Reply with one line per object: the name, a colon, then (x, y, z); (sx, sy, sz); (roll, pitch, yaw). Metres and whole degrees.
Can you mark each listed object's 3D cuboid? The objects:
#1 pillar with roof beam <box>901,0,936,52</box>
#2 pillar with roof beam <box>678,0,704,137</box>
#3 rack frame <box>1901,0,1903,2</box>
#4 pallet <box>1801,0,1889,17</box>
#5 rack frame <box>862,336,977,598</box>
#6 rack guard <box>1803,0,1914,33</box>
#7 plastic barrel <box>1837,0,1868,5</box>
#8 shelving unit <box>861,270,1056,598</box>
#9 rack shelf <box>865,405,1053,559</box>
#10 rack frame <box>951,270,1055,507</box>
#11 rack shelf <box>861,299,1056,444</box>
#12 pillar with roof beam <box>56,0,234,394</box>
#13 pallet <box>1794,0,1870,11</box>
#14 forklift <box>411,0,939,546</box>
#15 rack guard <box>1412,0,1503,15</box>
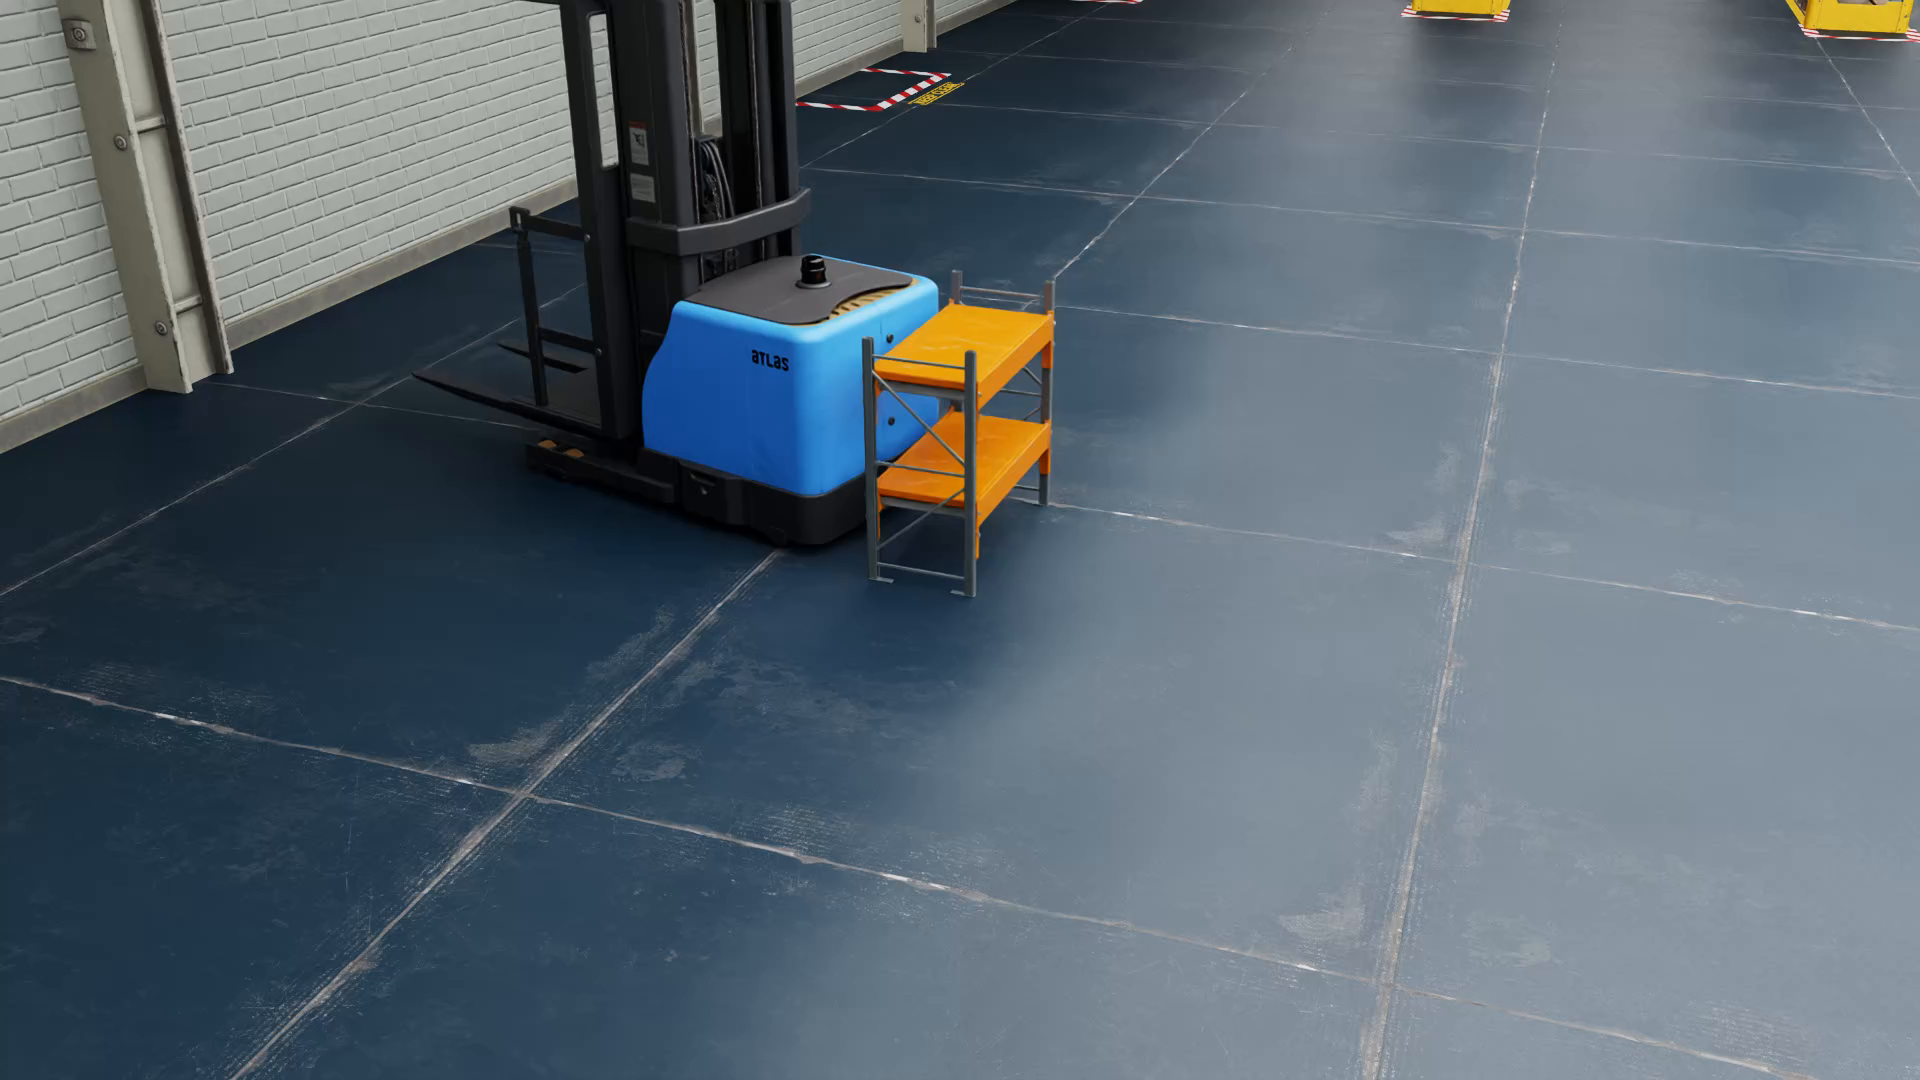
pillar with roof beam: (3.566, -9.295, 16.621); (9.100, 9.000, 0.400); (9, 27, 17)
pillar with roof beam: (1.569, -6.829, 11.528); (9.100, 9.000, 0.400); (9, 27, 17)
rack frame: (11.428, -7.835, 20.489); (1.000, 3.000, 0.127); (9, 27, 17)
pallet: (11.684, -6.951, 21.864); (1.003, 0.211, 1.213); (9, 27, 17)
rack frame: (-0.169, -0.297, 7.073); (0.500, 1.125, 0.032); (10, 27, 19)
rack guard: (11.409, -6.748, 21.113); (1.175, 0.500, 0.348); (9, 27, 17)
plastic barrel: (11.575, -7.186, 21.522); (0.421, 0.512, 0.421); (0, 26, 0)
shelving unit: (0.014, -0.504, 7.500); (0.538, 1.125, 1.048); (10, 27, 19)
rack shelf: (0.014, -0.284, 7.607); (0.538, 0.278, 1.000); (10, 27, 19)
rack frame: (0.197, -0.711, 7.927); (0.500, 1.125, 0.032); (10, 27, 19)
rack shelf: (0.014, -0.768, 7.373); (0.538, 0.278, 1.000); (10, 27, 19)
pillar with roof beam: (-0.427, -4.363, 6.436); (9.100, 9.000, 0.400); (9, 27, 17)
pallet: (12.092, -7.450, 22.896); (1.003, 0.211, 1.213); (9, 27, 17)
forklift: (-1.587, -1.779, 8.061); (3.031, 2.935, 1.130); (17, 31, 31)
rack guard: (6.750, -7.420, 22.501); (1.175, 0.500, 0.348); (9, 27, 17)
